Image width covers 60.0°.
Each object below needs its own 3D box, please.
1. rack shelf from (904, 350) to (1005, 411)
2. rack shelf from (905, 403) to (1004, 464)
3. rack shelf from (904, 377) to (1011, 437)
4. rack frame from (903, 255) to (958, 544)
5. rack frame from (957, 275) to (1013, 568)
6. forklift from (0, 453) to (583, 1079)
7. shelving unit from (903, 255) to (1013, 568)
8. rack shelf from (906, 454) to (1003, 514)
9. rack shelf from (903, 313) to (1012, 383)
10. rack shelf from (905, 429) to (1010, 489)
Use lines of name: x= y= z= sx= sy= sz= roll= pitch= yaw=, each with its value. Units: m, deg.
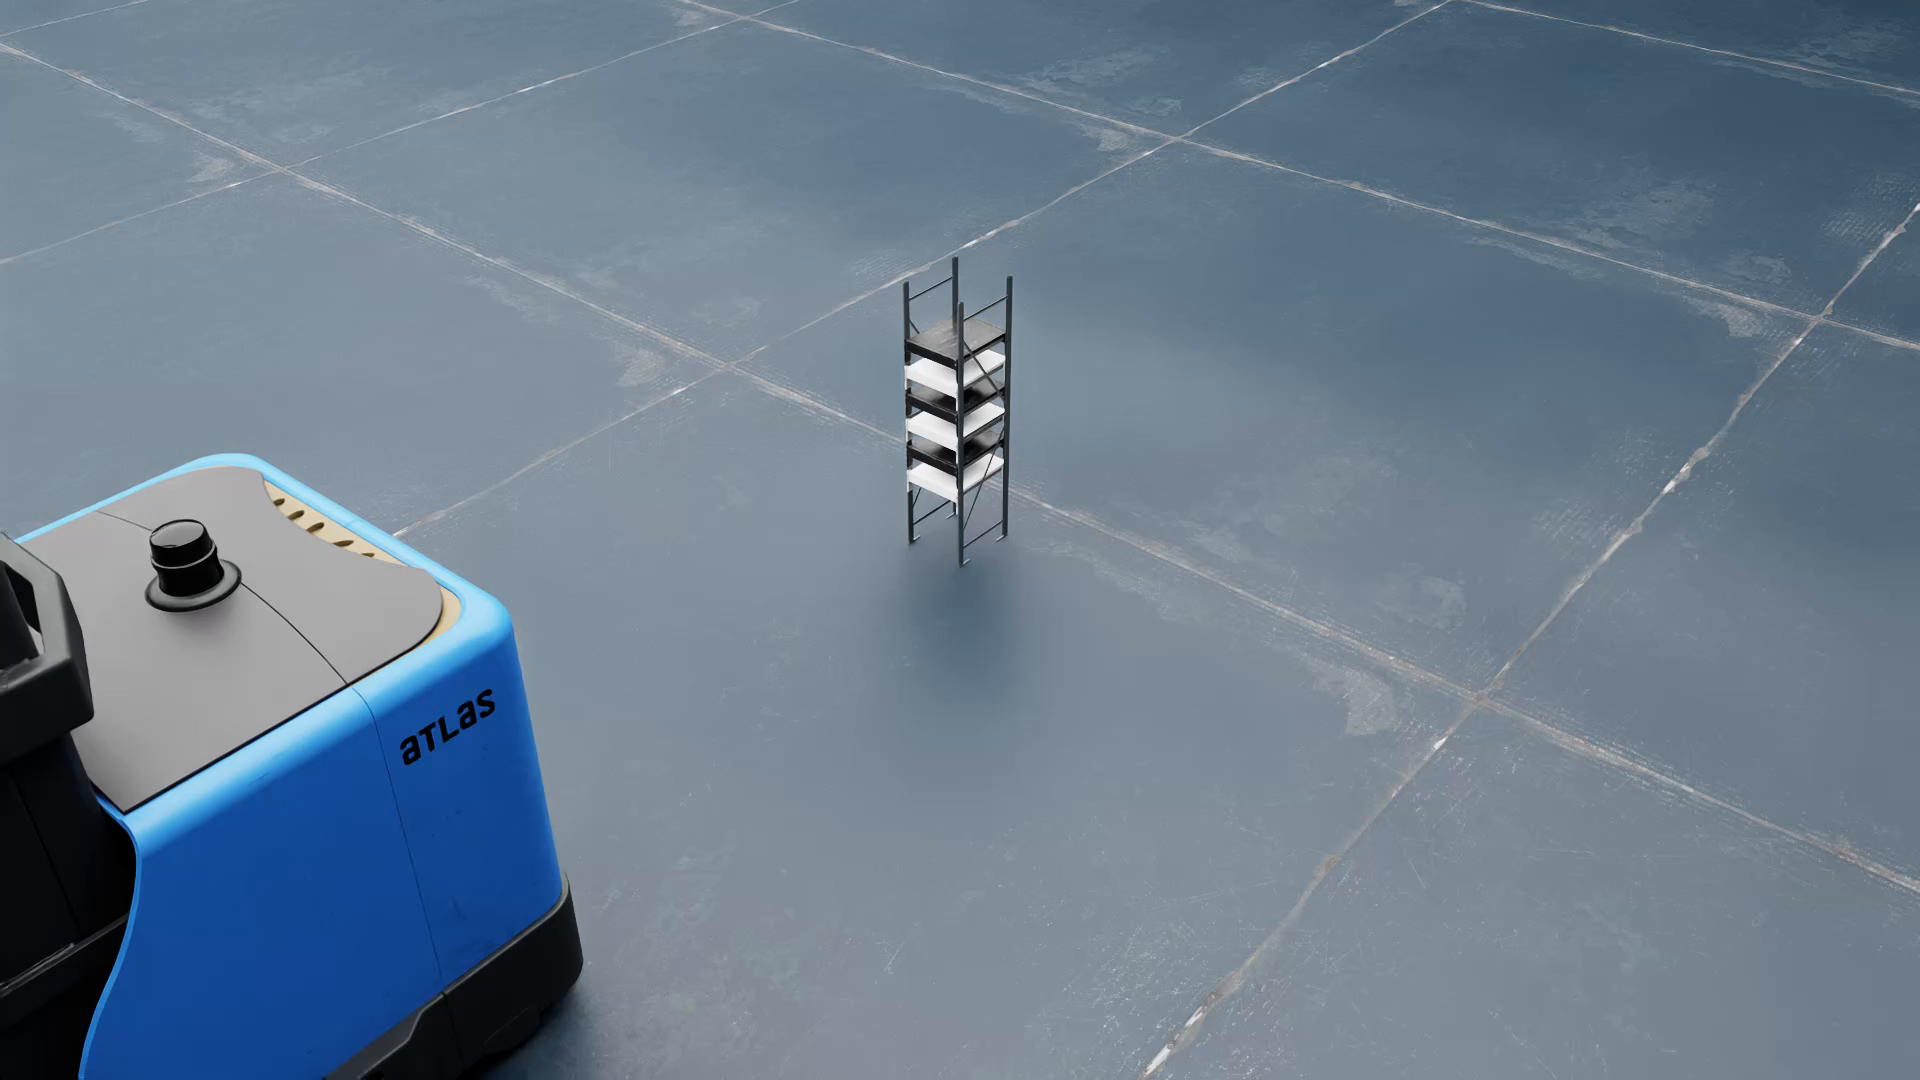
rack shelf: x=-0.006 y=-0.495 z=4.917 sx=0.200 sy=0.077 sz=0.258 roll=25 pitch=42 yaw=32
rack shelf: x=-0.006 y=-0.346 z=5.018 sx=0.200 sy=0.077 sz=0.258 roll=25 pitch=42 yaw=32
rack shelf: x=-0.006 y=-0.421 z=4.967 sx=0.200 sy=0.077 sz=0.258 roll=25 pitch=42 yaw=32
rack frame: x=-0.084 y=-0.411 z=5.053 sx=0.006 sy=0.900 sz=0.240 roll=25 pitch=42 yaw=32
rack frame: x=0.072 y=-0.337 z=4.946 sx=0.006 sy=0.900 sz=0.240 roll=25 pitch=42 yaw=32
forklift: x=-2.163 y=0.281 z=2.252 sx=1.130 sy=2.935 sz=3.031 roll=25 pitch=41 yaw=31
shelving unit: x=-0.006 y=-0.374 z=5.000 sx=0.210 sy=0.900 sz=0.258 roll=25 pitch=42 yaw=32
rack shelf: x=-0.006 y=-0.198 z=5.120 sx=0.200 sy=0.077 sz=0.258 roll=25 pitch=42 yaw=32
rack shelf: x=-0.006 y=-0.569 z=4.866 sx=0.200 sy=0.077 sz=0.258 roll=25 pitch=42 yaw=32
rack shelf: x=-0.006 y=-0.272 z=5.069 sx=0.200 sy=0.077 sz=0.258 roll=25 pitch=42 yaw=32
